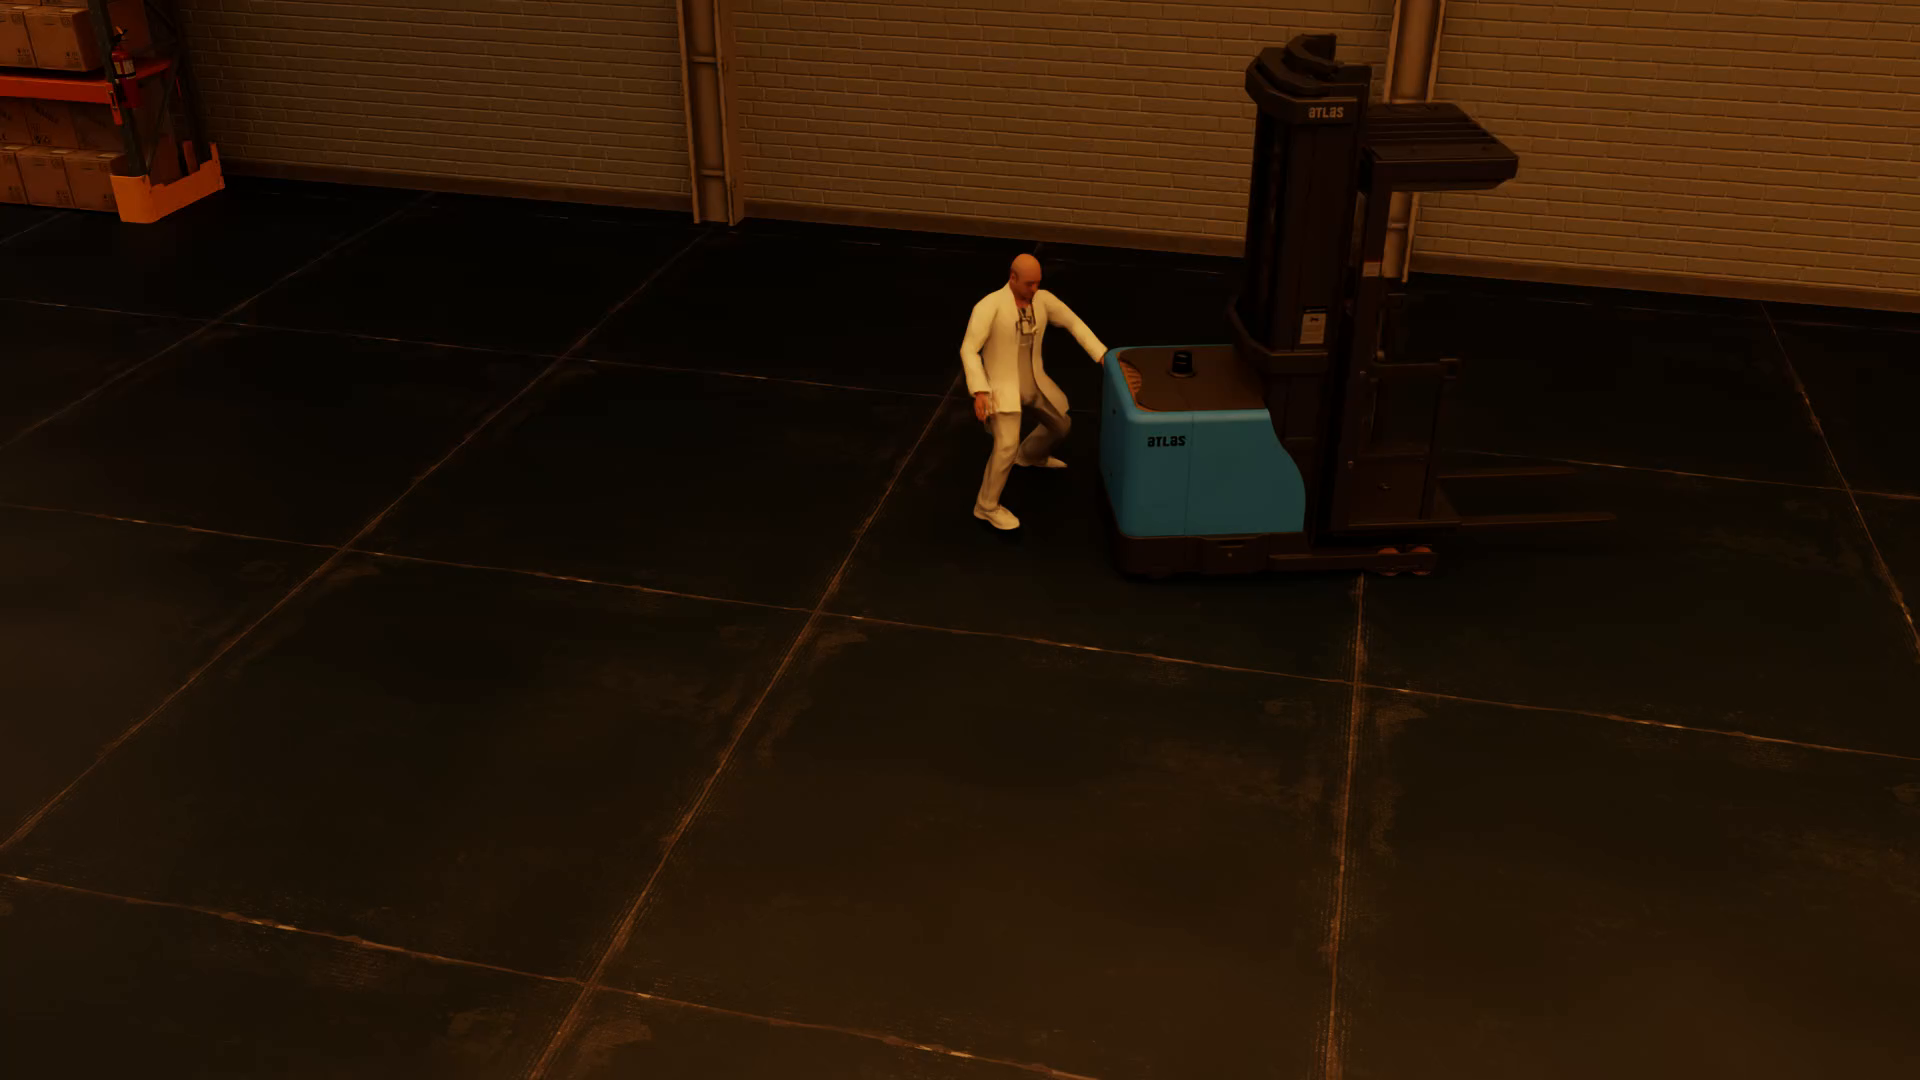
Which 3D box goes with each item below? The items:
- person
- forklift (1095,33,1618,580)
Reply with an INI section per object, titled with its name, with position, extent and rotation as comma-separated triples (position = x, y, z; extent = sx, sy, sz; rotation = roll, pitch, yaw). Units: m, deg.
[person]
position = 0.440, -0.965, 10.265
extent = 1.011, 1.640, 0.879
rotation = -17, 34, -27
[forklift]
position = 2.394, -1.320, 9.500
extent = 3.031, 2.935, 1.130
rotation = -2, 30, -4
